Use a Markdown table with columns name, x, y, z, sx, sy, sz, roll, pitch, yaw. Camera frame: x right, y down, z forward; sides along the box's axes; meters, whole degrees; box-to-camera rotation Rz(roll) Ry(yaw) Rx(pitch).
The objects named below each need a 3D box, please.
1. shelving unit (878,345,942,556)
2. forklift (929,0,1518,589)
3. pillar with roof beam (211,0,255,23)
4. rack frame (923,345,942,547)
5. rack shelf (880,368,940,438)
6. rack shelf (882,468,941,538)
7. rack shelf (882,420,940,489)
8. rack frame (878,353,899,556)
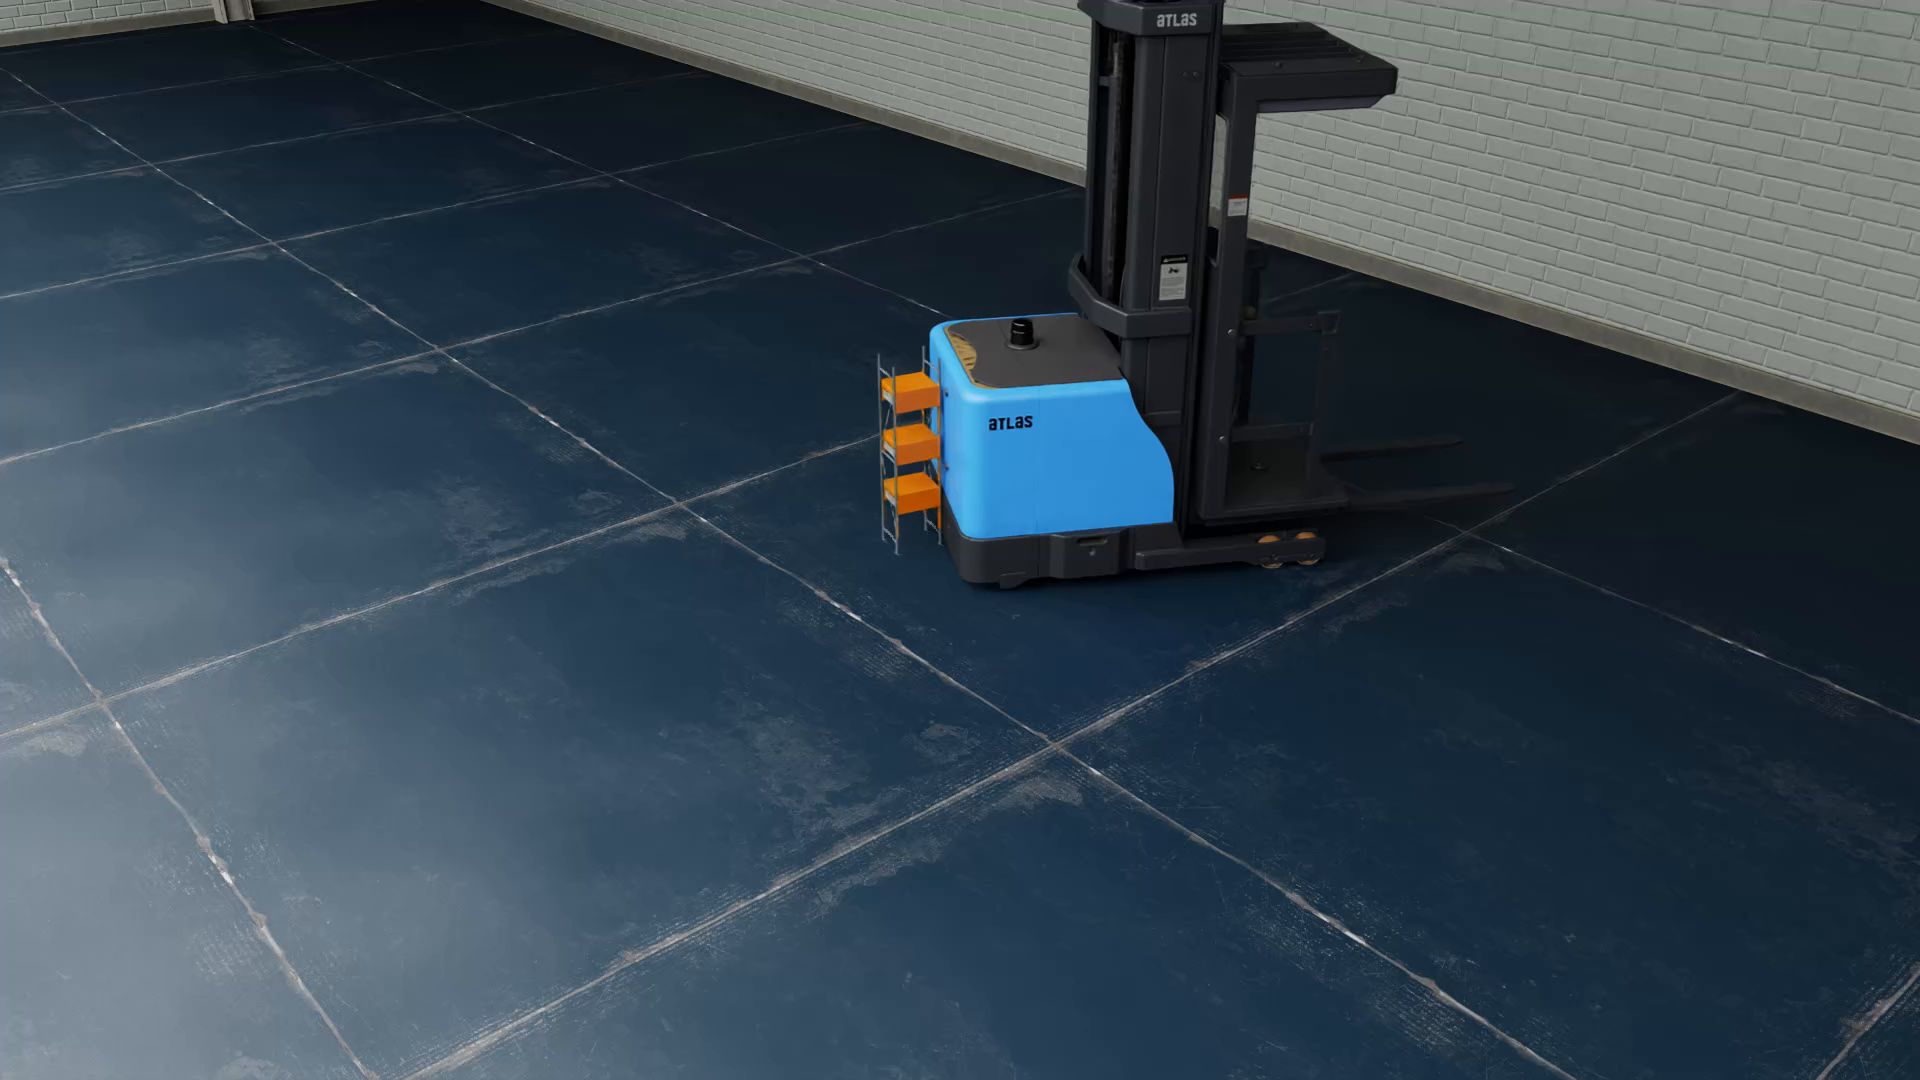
| name | x | y | z | sx | sy | sz | roll | pitch | yaw |
| --- | --- | --- | --- | --- | --- | --- | --- | --- | --- |
| shelving unit | -0.253 | -0.447 | 8.473 | 0.252 | 1.050 | 0.215 | -13 | 31 | -22 |
| forklift | 1.401 | -1.386 | 8.233 | 3.031 | 2.935 | 1.130 | -5 | 29 | -10 |
| pillar with roof beam | -6.410 | -9.034 | 16.106 | 0.400 | 9.000 | 9.100 | -22 | 35 | -35 |
| rack frame | -0.142 | -0.472 | 8.519 | 0.008 | 1.050 | 0.200 | -13 | 31 | -22 |
| rack shelf | -0.253 | -0.688 | 8.344 | 0.240 | 0.259 | 0.215 | -13 | 31 | -22 |
| rack shelf | -0.253 | -0.193 | 8.609 | 0.240 | 0.259 | 0.215 | -13 | 31 | -22 |
| rack shelf | -0.253 | -0.438 | 8.478 | 0.240 | 0.259 | 0.215 | -13 | 31 | -22 |
| rack frame | -0.363 | -0.423 | 8.427 | 0.008 | 1.050 | 0.200 | -13 | 31 | -22 |
